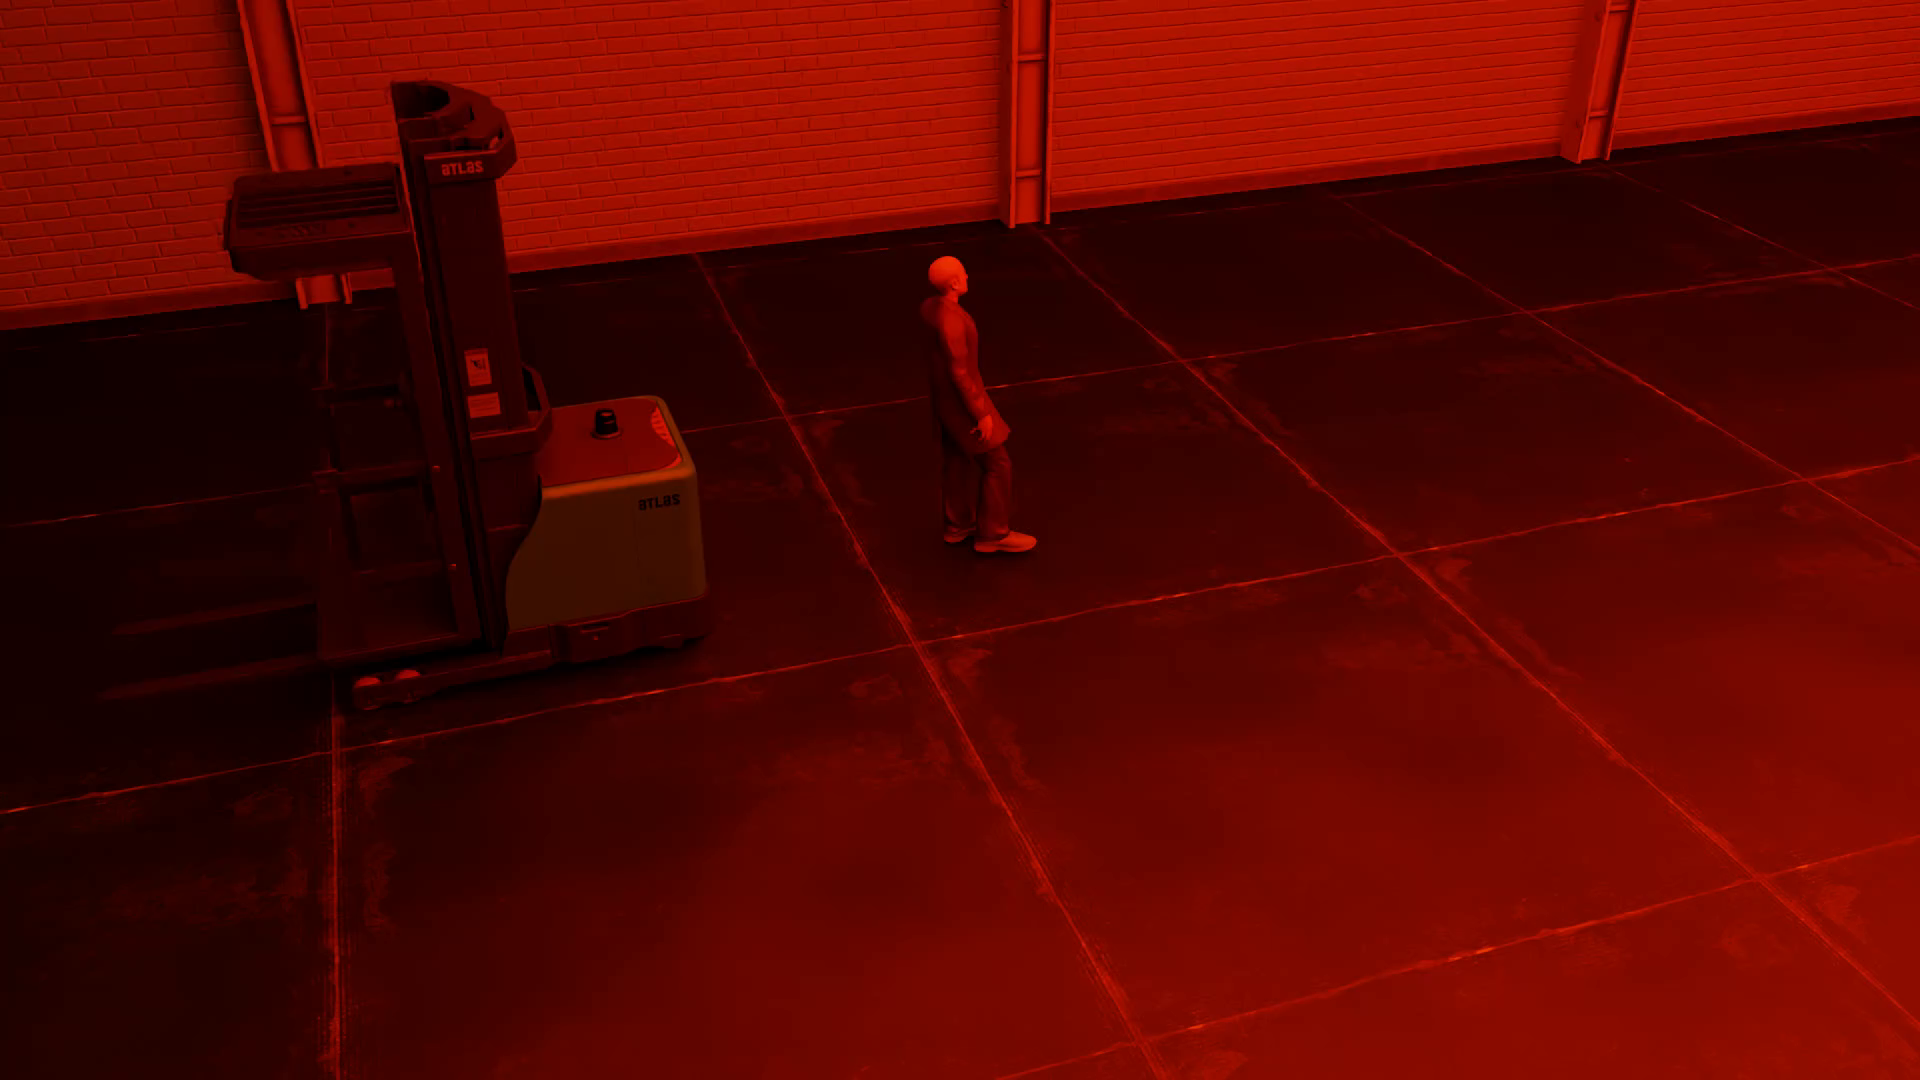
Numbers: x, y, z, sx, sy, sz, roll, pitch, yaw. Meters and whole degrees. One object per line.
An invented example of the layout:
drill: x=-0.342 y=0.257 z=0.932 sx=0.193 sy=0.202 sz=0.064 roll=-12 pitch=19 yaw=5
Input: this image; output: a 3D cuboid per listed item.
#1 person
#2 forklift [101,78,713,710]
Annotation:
person: x=0.089 y=-0.790 z=9.601 sx=0.580 sy=1.778 sz=0.698 roll=-10 pitch=31 yaw=-16
forklift: x=-2.922 y=-0.697 z=8.298 sx=3.031 sy=2.935 sz=1.130 roll=-10 pitch=31 yaw=-17
